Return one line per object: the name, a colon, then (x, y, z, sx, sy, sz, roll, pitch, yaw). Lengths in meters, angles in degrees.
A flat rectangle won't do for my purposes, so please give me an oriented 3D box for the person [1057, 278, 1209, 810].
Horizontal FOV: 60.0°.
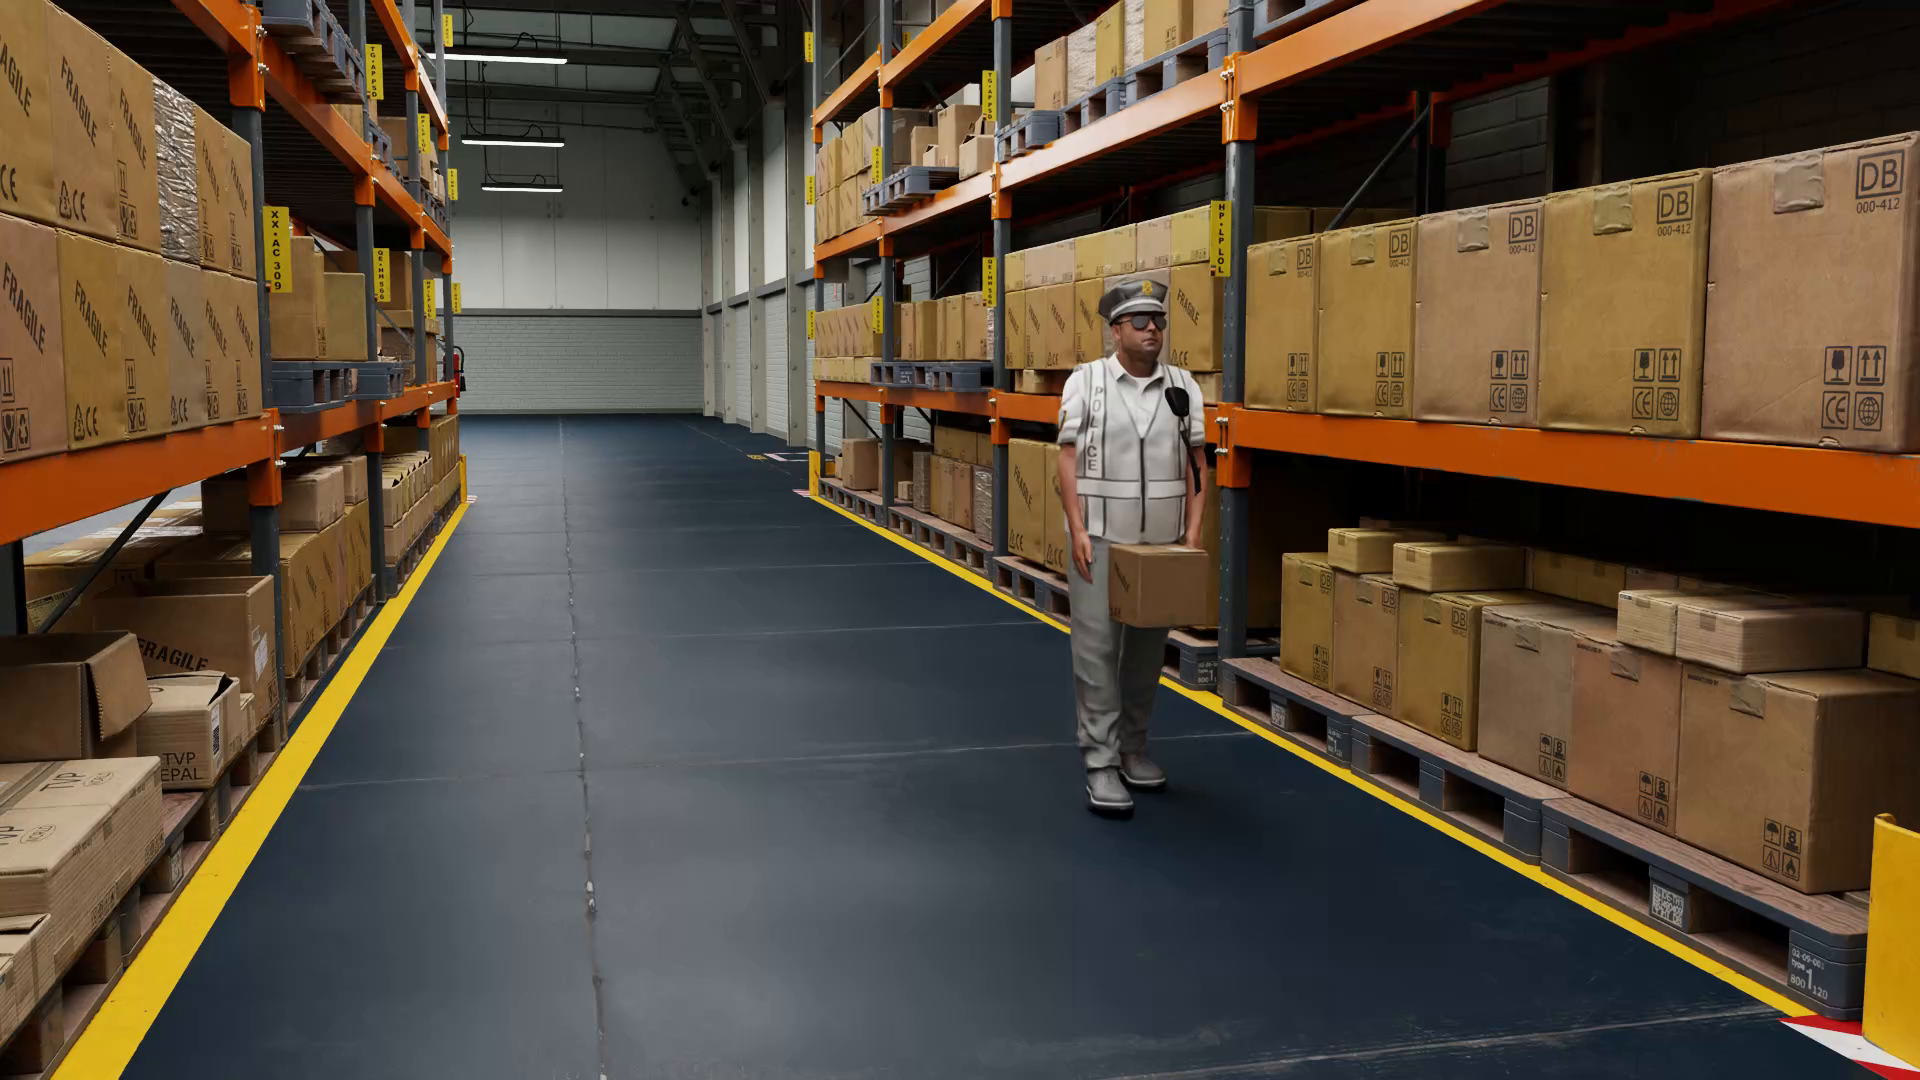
person: (0.629, -0.006, 5.720, 0.536, 1.777, 0.634, -2, 6, -14)
